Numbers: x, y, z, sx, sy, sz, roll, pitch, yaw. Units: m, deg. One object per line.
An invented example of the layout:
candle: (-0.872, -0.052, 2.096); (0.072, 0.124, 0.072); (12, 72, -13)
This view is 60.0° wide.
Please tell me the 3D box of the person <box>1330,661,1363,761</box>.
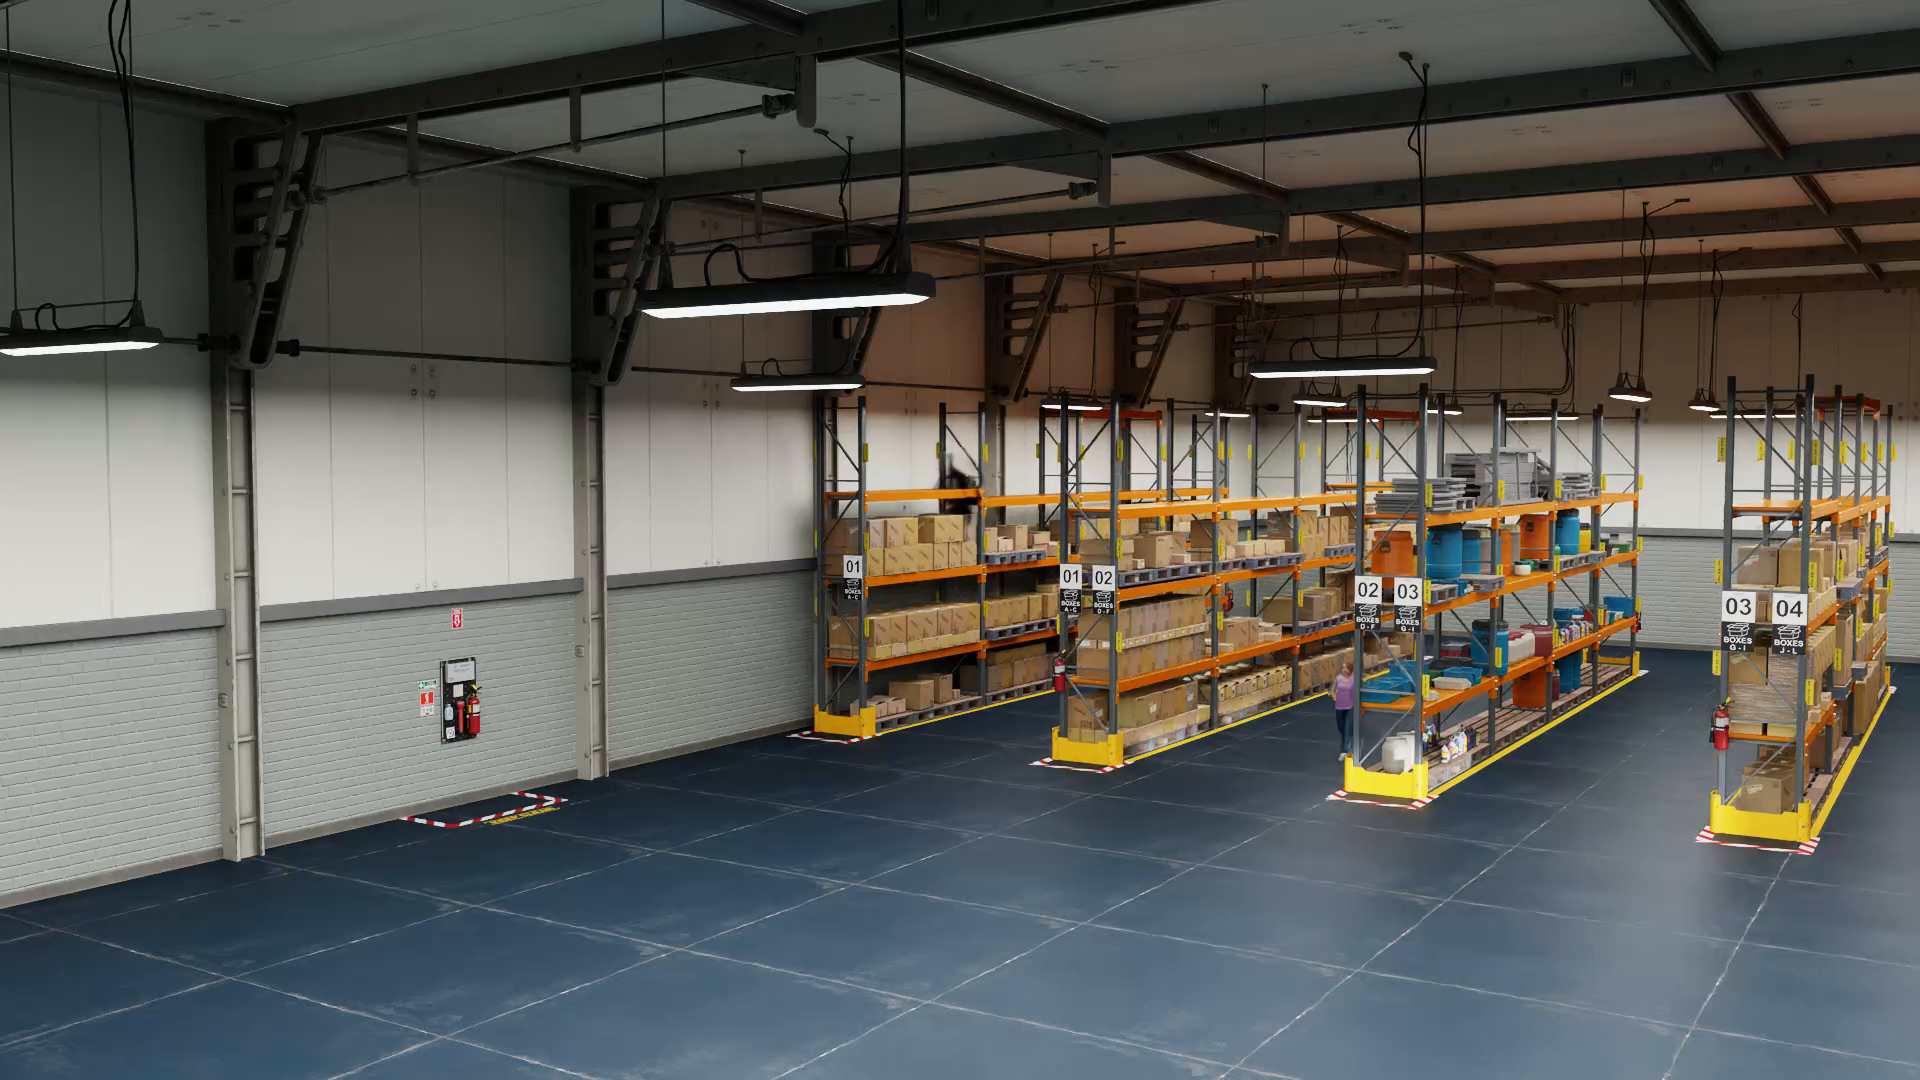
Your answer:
person: (6.341, 2.777, 27.284); (0.539, 1.591, 0.831); (1, 3, 25)

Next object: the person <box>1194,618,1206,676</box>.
person: (4.935, 2.365, 34.349); (0.589, 1.653, 0.528); (2, 4, 35)
